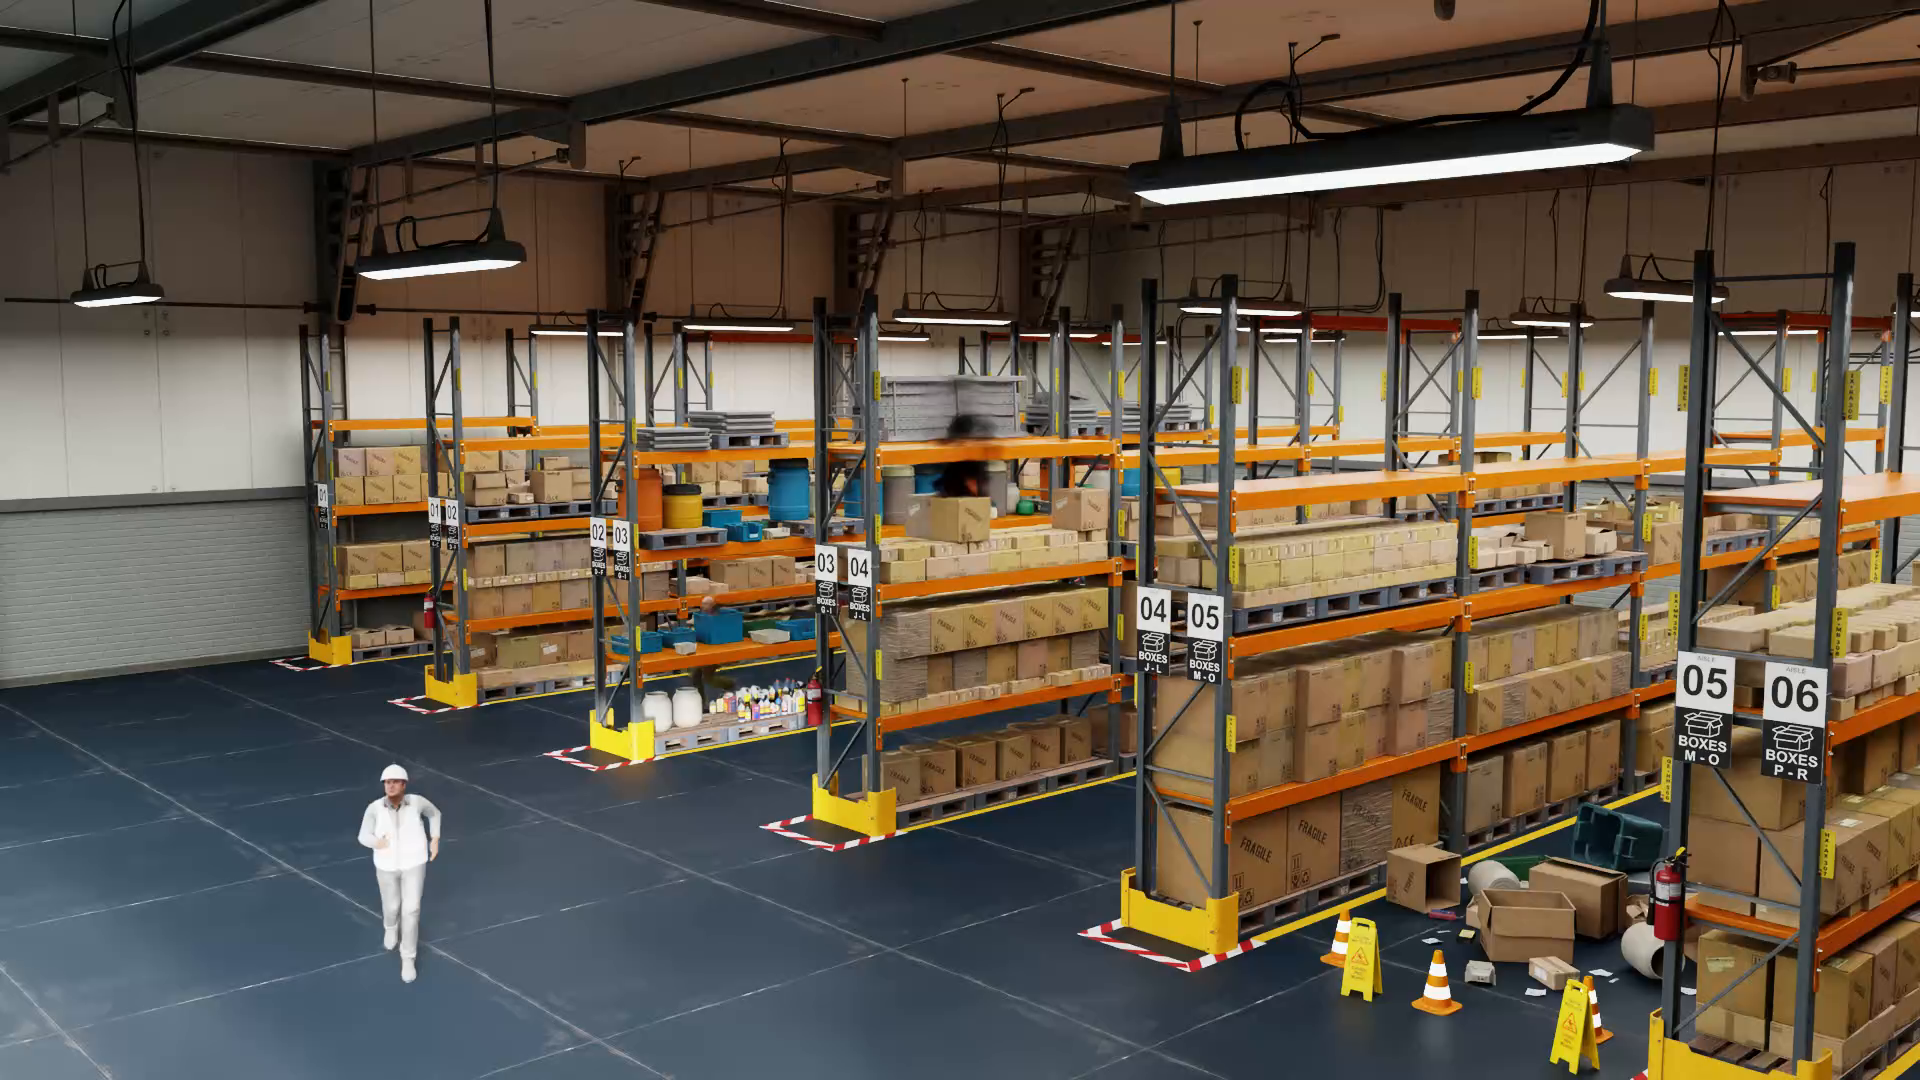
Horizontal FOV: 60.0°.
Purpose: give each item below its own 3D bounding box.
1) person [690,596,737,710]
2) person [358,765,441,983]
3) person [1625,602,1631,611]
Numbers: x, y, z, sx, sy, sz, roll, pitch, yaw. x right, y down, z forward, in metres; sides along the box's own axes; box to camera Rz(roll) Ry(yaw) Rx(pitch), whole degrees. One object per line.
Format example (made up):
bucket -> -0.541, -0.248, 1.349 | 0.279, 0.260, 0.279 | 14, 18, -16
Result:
person -> -3.838, 1.835, 25.445 | 0.711, 1.572, 0.900 | 5, 8, 40
person -> -4.860, 2.826, 14.465 | 0.665, 1.806, 0.945 | -1, 6, -12
person -> 10.194, 1.771, 25.160 | 0.791, 1.673, 0.681 | -4, 7, -37
